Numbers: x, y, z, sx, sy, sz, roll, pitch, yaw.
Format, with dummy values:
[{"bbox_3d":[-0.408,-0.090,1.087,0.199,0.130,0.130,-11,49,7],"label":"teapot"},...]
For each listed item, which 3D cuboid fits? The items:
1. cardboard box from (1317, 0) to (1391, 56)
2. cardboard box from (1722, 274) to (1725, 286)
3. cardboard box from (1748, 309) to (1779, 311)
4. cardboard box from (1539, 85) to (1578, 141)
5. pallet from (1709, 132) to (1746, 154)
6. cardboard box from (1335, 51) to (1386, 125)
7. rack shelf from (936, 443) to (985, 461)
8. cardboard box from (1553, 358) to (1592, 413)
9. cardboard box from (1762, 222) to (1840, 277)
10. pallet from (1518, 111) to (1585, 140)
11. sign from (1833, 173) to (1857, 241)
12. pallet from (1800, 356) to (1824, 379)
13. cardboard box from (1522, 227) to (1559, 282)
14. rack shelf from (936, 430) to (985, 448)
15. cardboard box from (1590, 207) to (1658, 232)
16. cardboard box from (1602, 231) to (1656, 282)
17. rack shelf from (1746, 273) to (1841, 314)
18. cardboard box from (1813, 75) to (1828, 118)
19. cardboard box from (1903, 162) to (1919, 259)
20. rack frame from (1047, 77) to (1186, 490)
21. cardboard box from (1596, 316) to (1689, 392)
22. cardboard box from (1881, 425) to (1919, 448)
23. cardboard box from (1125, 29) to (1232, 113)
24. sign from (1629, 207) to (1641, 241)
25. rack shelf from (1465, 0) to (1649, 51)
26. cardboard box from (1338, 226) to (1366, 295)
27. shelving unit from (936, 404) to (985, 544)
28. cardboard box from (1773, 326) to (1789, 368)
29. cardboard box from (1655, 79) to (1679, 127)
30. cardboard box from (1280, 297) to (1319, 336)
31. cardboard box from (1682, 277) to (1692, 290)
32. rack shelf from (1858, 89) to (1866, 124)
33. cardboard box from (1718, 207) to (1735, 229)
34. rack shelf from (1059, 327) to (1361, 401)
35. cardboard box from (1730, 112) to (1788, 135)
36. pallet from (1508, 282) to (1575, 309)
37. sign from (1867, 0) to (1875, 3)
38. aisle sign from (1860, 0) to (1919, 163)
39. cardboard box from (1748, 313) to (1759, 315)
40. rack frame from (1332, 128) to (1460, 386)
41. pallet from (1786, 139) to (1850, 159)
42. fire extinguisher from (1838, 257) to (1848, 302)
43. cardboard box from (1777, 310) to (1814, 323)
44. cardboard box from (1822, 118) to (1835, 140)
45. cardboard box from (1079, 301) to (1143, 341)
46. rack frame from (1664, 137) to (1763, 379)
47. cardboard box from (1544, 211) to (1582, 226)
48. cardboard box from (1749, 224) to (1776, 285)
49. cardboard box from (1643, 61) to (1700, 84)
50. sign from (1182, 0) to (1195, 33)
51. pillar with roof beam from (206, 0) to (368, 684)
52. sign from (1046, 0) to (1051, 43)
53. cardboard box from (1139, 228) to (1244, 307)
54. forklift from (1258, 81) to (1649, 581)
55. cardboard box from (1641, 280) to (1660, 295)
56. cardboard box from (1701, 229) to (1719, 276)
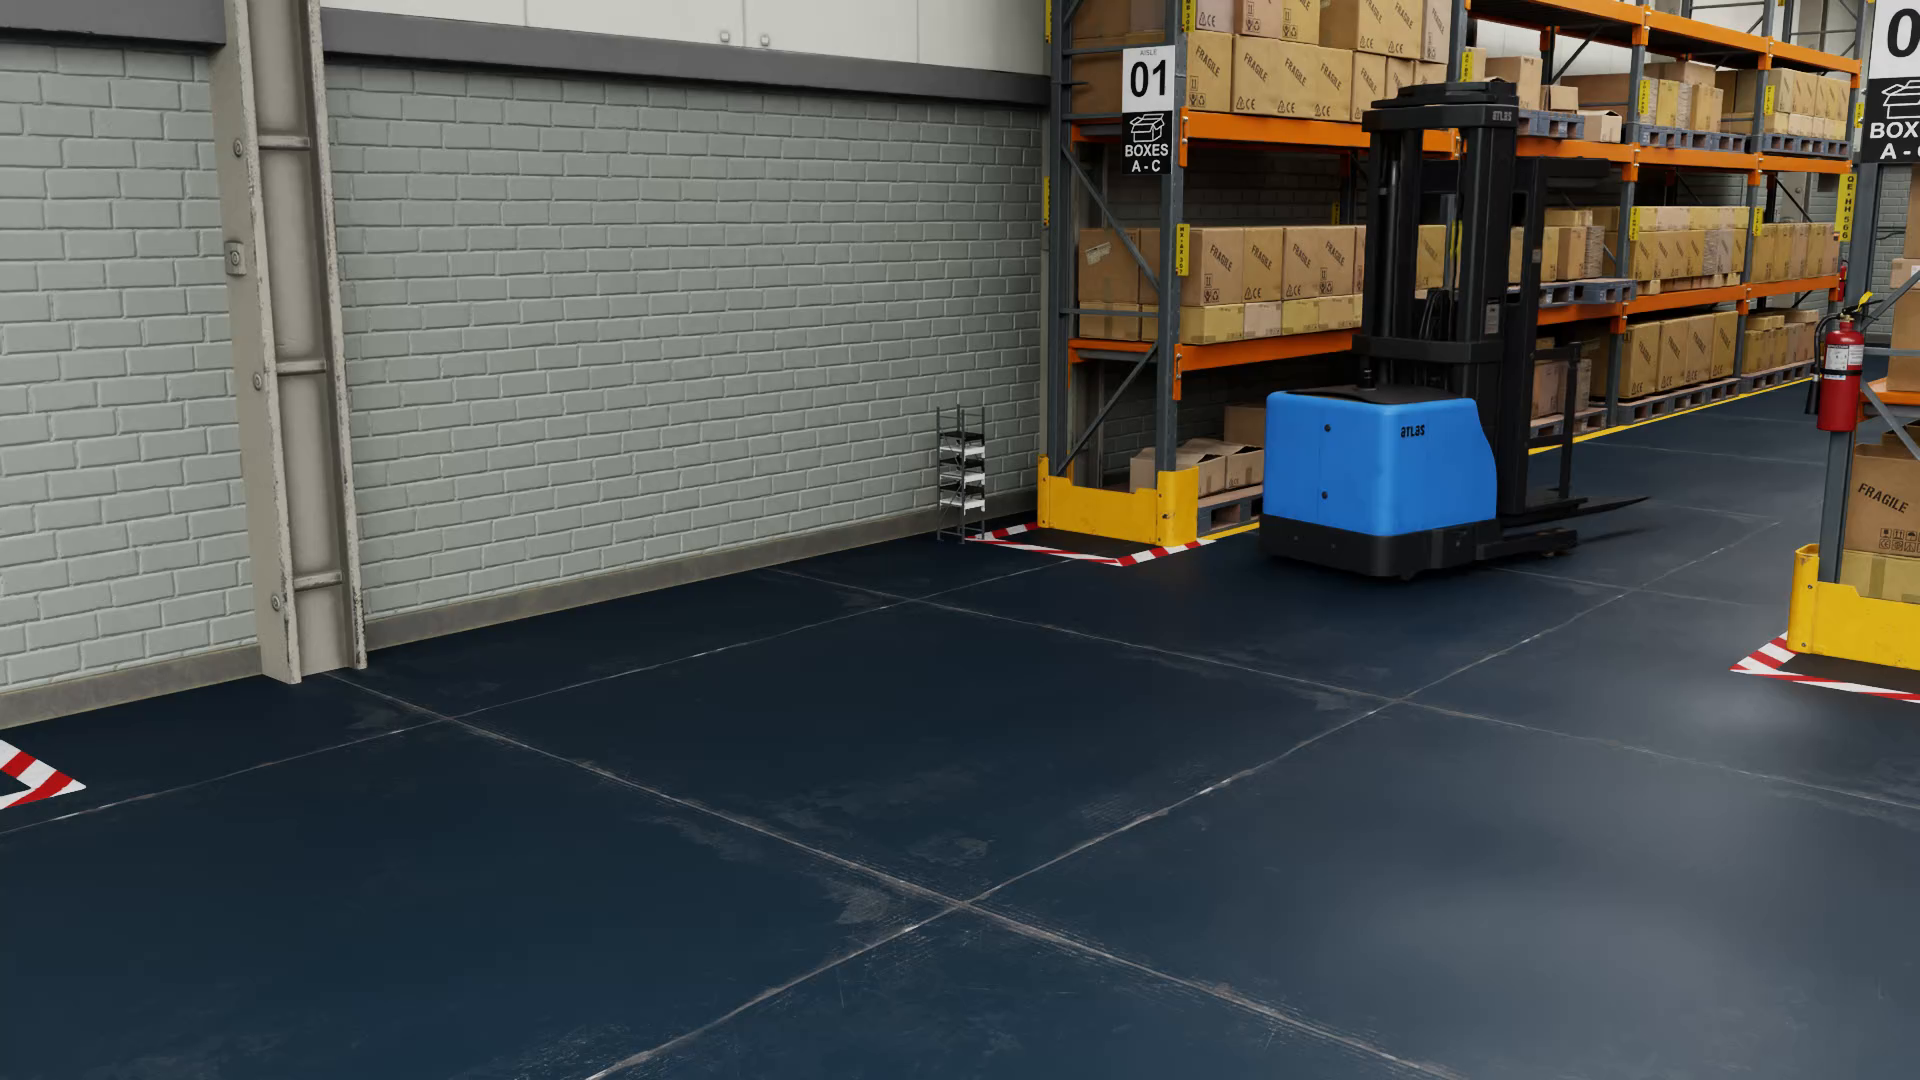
[{"bbox_3d":[2.841,-3.849,12.307,0.500,0.500,0.500,9,14,38],"label":"cardboard box"},{"bbox_3d":[8.575,-3.003,19.178,0.380,0.149,0.250,10,15,42],"label":"cardboard box"},{"bbox_3d":[10.791,-3.016,22.304,0.380,0.149,0.250,10,15,40],"label":"cardboard box"},{"bbox_3d":[5.373,-4.039,15.803,0.637,0.503,0.797,-10,15,-40],"label":"cardboard box"},{"bbox_3d":[8.371,-4.511,18.968,0.805,0.209,1.217,9,14,38],"label":"pallet"},{"bbox_3d":[2.830,-3.362,12.423,0.500,0.500,0.500,9,14,38],"label":"cardboard box"},{"bbox_3d":[0.005,-0.586,11.100,0.258,0.077,0.200,10,15,40],"label":"rack shelf"},{"bbox_3d":[5.863,-1.564,16.641,0.700,0.500,0.500,10,15,41],"label":"cardboard box"},{"bbox_3d":[11.251,-3.934,22.485,0.980,0.700,0.700,11,16,43],"label":"cardboard box"},{"bbox_3d":[4.828,-3.707,14.934,1.213,0.211,1.003,10,15,40],"label":"pallet"},{"bbox_3d":[4.343,-1.626,8.132,0.100,0.325,0.005,10,15,40],"label":"sign"},{"bbox_3d":[11.111,-2.368,22.530,1.003,0.211,1.213,10,15,40],"label":"pallet"},{"bbox_3d":[5.190,-2.695,15.666,0.700,0.500,0.500,10,15,40],"label":"cardboard box"},{"bbox_3d":[0.005,-0.675,11.082,0.258,0.077,0.200,10,15,40],"label":"rack shelf"},{"bbox_3d":[6.811,-3.297,17.078,0.500,0.250,0.500,10,15,42],"label":"cardboard box"},{"bbox_3d":[6.812,-2.930,17.155,0.500,0.500,0.500,10,15,42],"label":"cardboard box"},{"bbox_3d":[10.259,-3.217,21.494,1.077,0.370,4.000,10,15,40],"label":"rack shelf"},{"bbox_3d":[10.625,-5.591,21.026,0.500,0.500,0.500,9,14,38],"label":"cardboard box"},{"bbox_3d":[5.094,-1.630,8.145,0.700,0.500,0.500,10,15,41],"label":"cardboard box"},{"bbox_3d":[1.018,-1.510,11.111,1.000,3.000,0.127,10,15,40],"label":"rack frame"},{"bbox_3d":[7.466,-2.058,18.271,0.750,0.750,0.750,10,15,40],"label":"cardboard box"},{"bbox_3d":[5.521,-0.361,9.395,0.500,0.500,0.500,10,15,40],"label":"cardboard box"},{"bbox_3d":[1.426,-3.056,10.890,0.500,0.500,0.500,10,15,42],"label":"cardboard box"},{"bbox_3d":[6.713,-3.147,16.554,0.100,0.325,0.005,10,15,40],"label":"sign"},{"bbox_3d":[4.979,-4.785,15.052,1.077,0.370,4.000,10,15,40],"label":"rack shelf"},{"bbox_3d":[2.913,-2.146,12.713,0.500,0.500,0.500,9,15,39],"label":"cardboard box"},{"bbox_3d":[0.005,-0.442,11.129,0.258,0.900,0.210,10,15,40],"label":"shelving unit"},{"bbox_3d":[10.184,-2.501,21.383,0.700,0.500,0.500,10,15,42],"label":"cardboard box"},{"bbox_3d":[7.261,-4.666,17.875,0.700,0.500,0.500,11,16,43],"label":"cardboard box"},{"bbox_3d":[2.251,-1.629,12.040,0.500,0.250,0.500,9,15,39],"label":"cardboard box"},{"bbox_3d":[7.873,-2.856,18.445,0.380,0.149,0.250,10,15,42],"label":"cardboard box"},{"bbox_3d":[6.062,-2.282,9.157,1.077,0.370,4.000,10,15,40],"label":"rack shelf"},{"bbox_3d":[8.478,-3.672,18.956,0.500,0.250,0.500,10,15,42],"label":"cardboard box"},{"bbox_3d":[2.338,-1.451,12.654,1.077,0.370,4.000,10,15,40],"label":"rack shelf"},{"bbox_3d":[9.593,-4.995,19.959,0.500,0.250,0.500,10,15,40],"label":"cardboard box"},{"bbox_3d":[5.023,-2.296,15.538,1.003,0.211,1.213,10,15,40],"label":"pallet"},{"bbox_3d":[11.978,-7.230,21.848,0.100,0.325,0.005,10,15,40],"label":"sign"},{"bbox_3d":[4.477,-2.173,7.794,0.394,0.787,0.004,10,15,40],"label":"aisle sign"},{"bbox_3d":[10.122,-2.866,21.557,0.380,0.149,0.250,9,15,39],"label":"cardboard box"},{"bbox_3d":[3.658,-2.098,14.057,1.000,3.000,0.127,10,15,40],"label":"rack frame"},{"bbox_3d":[11.098,-5.181,22.058,1.003,0.211,1.213,10,15,40],"label":"pallet"},{"bbox_3d":[12.026,-3.605,22.753,0.296,0.674,0.183,10,15,40],"label":"fire extinguisher"},{"bbox_3d":[11.077,-2.966,22.055,0.380,0.149,0.250,10,15,42],"label":"cardboard box"},{"bbox_3d":[10.953,-5.297,21.471,0.500,0.250,0.500,9,14,38],"label":"cardboard box"},{"bbox_3d":[1.181,-1.540,11.593,0.500,0.250,0.500,10,15,41],"label":"cardboard box"},{"bbox_3d":[8.939,-3.275,19.950,1.000,3.000,0.127,10,15,40],"label":"rack frame"},{"bbox_3d":[5.892,-3.166,16.367,0.380,0.149,0.250,7,13,31],"label":"cardboard box"},{"bbox_3d":[9.310,-3.500,20.310,0.980,0.700,0.700,10,15,41],"label":"cardboard box"},{"bbox_3d":[7.907,-5.183,18.550,0.500,0.250,0.500,9,15,39],"label":"cardboard box"},{"bbox_3d":[1.426,-3.339,10.380,0.100,0.325,0.005,10,15,40],"label":"sign"},{"bbox_3d":[0.103,-3.227,4.392,9.100,9.000,0.400,10,15,40],"label":"pillar with roof beam"},{"bbox_3d":[0.614,-3.489,11.104,0.100,0.325,0.005,10,15,40],"label":"sign"},{"bbox_3d":[1.559,-1.845,11.207,0.500,0.500,0.500,10,15,40],"label":"cardboard box"},{"bbox_3d":[3.382,-1.399,10.731,3.031,2.935,1.130,-8,14,-35],"label":"forklift"},{"bbox_3d":[7.102,-2.656,17.440,0.380,0.149,0.250,10,15,42],"label":"cardboard box"},{"bbox_3d":[8.157,-3.230,18.659,0.500,0.500,0.500,10,15,40],"label":"cardboard box"}]
